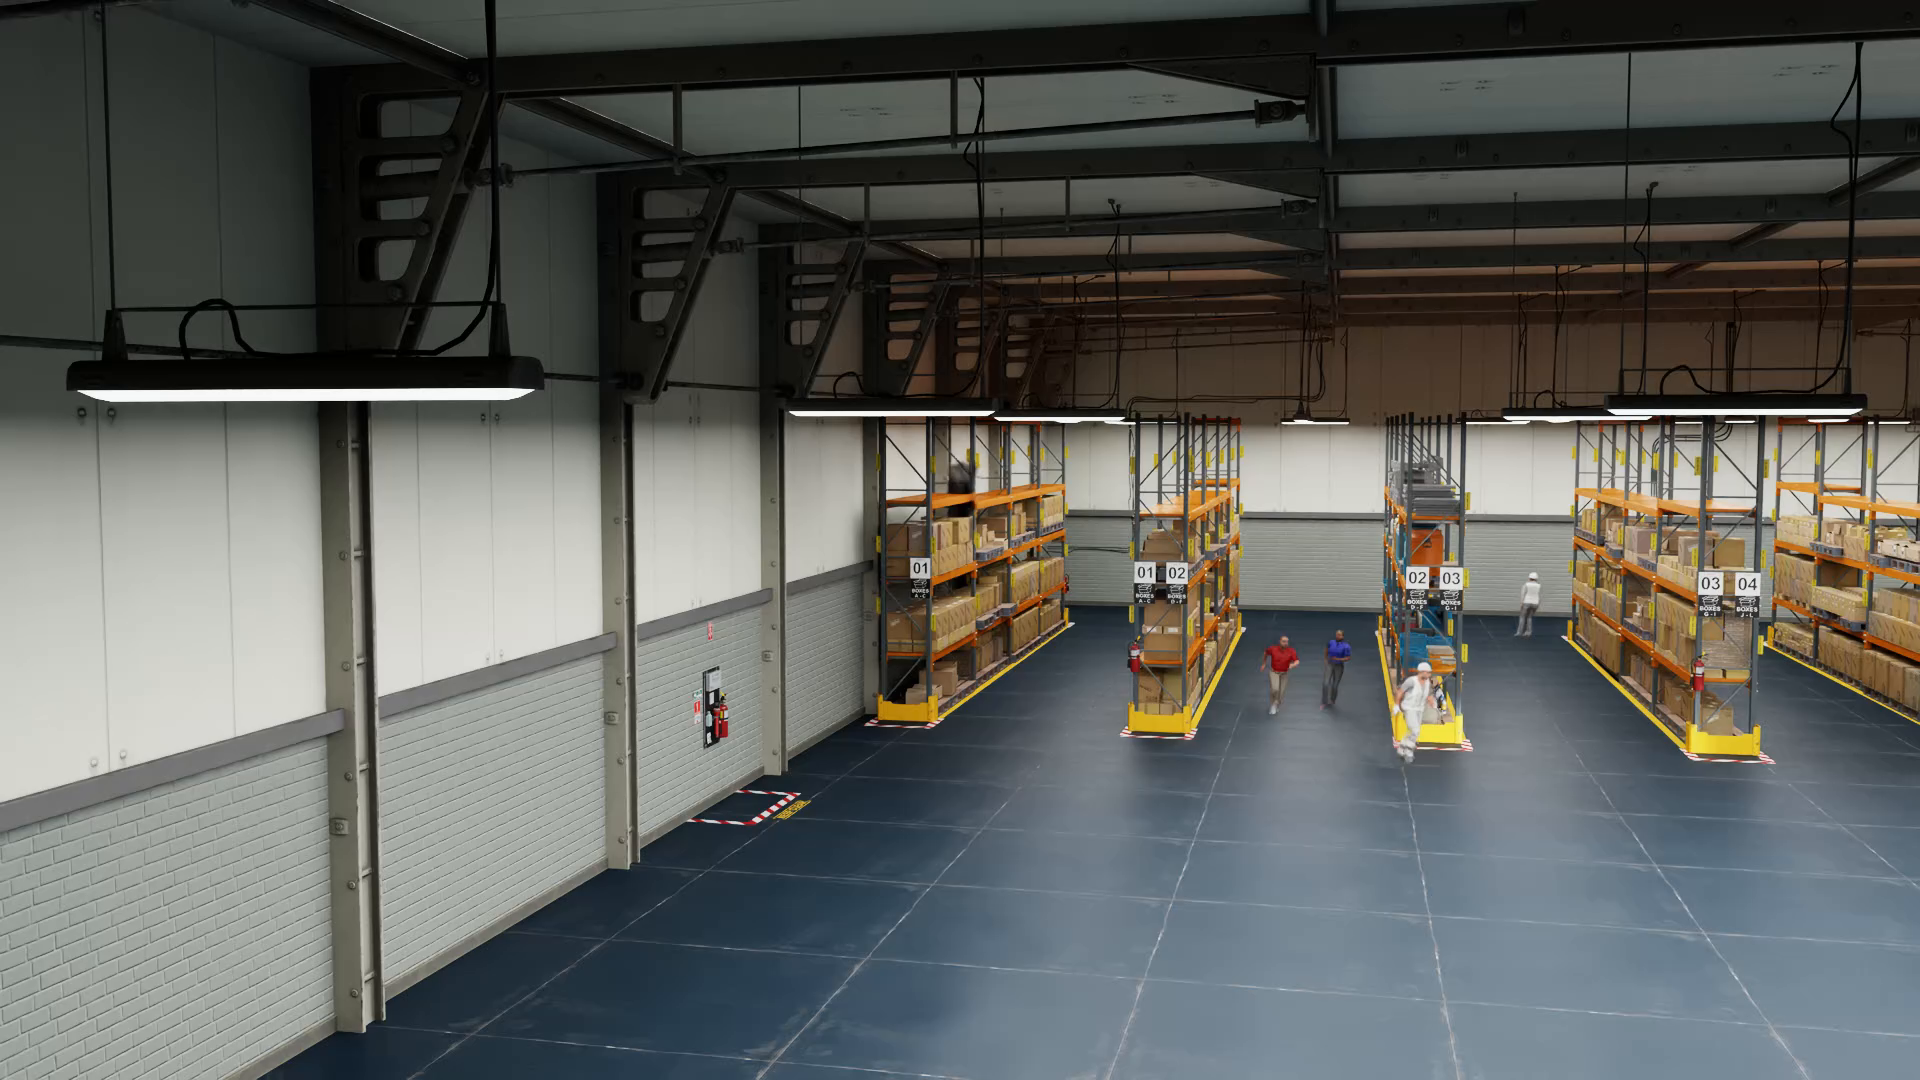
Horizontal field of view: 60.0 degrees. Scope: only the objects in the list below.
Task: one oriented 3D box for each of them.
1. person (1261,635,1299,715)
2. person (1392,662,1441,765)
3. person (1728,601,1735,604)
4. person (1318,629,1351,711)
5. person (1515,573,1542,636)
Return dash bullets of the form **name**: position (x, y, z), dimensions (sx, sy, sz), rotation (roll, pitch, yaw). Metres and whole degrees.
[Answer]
- **person**: position (6.364, 2.671, 33.043), dimensions (0.676, 1.607, 0.986), rotation (0, 4, -5)
- **person**: position (7.771, 2.940, 28.467), dimensions (0.657, 1.733, 0.736), rotation (-2, 4, -30)
- **person**: position (21.372, 1.856, 45.607), dimensions (0.710, 1.579, 0.888), rotation (1, 4, 21)
- **person**: position (7.638, 2.643, 33.738), dimensions (0.613, 1.701, 0.689), rotation (2, 4, 24)
- **person**: position (15.630, 1.774, 45.667), dimensions (0.656, 1.769, 0.434), rotation (0, 4, -2)
